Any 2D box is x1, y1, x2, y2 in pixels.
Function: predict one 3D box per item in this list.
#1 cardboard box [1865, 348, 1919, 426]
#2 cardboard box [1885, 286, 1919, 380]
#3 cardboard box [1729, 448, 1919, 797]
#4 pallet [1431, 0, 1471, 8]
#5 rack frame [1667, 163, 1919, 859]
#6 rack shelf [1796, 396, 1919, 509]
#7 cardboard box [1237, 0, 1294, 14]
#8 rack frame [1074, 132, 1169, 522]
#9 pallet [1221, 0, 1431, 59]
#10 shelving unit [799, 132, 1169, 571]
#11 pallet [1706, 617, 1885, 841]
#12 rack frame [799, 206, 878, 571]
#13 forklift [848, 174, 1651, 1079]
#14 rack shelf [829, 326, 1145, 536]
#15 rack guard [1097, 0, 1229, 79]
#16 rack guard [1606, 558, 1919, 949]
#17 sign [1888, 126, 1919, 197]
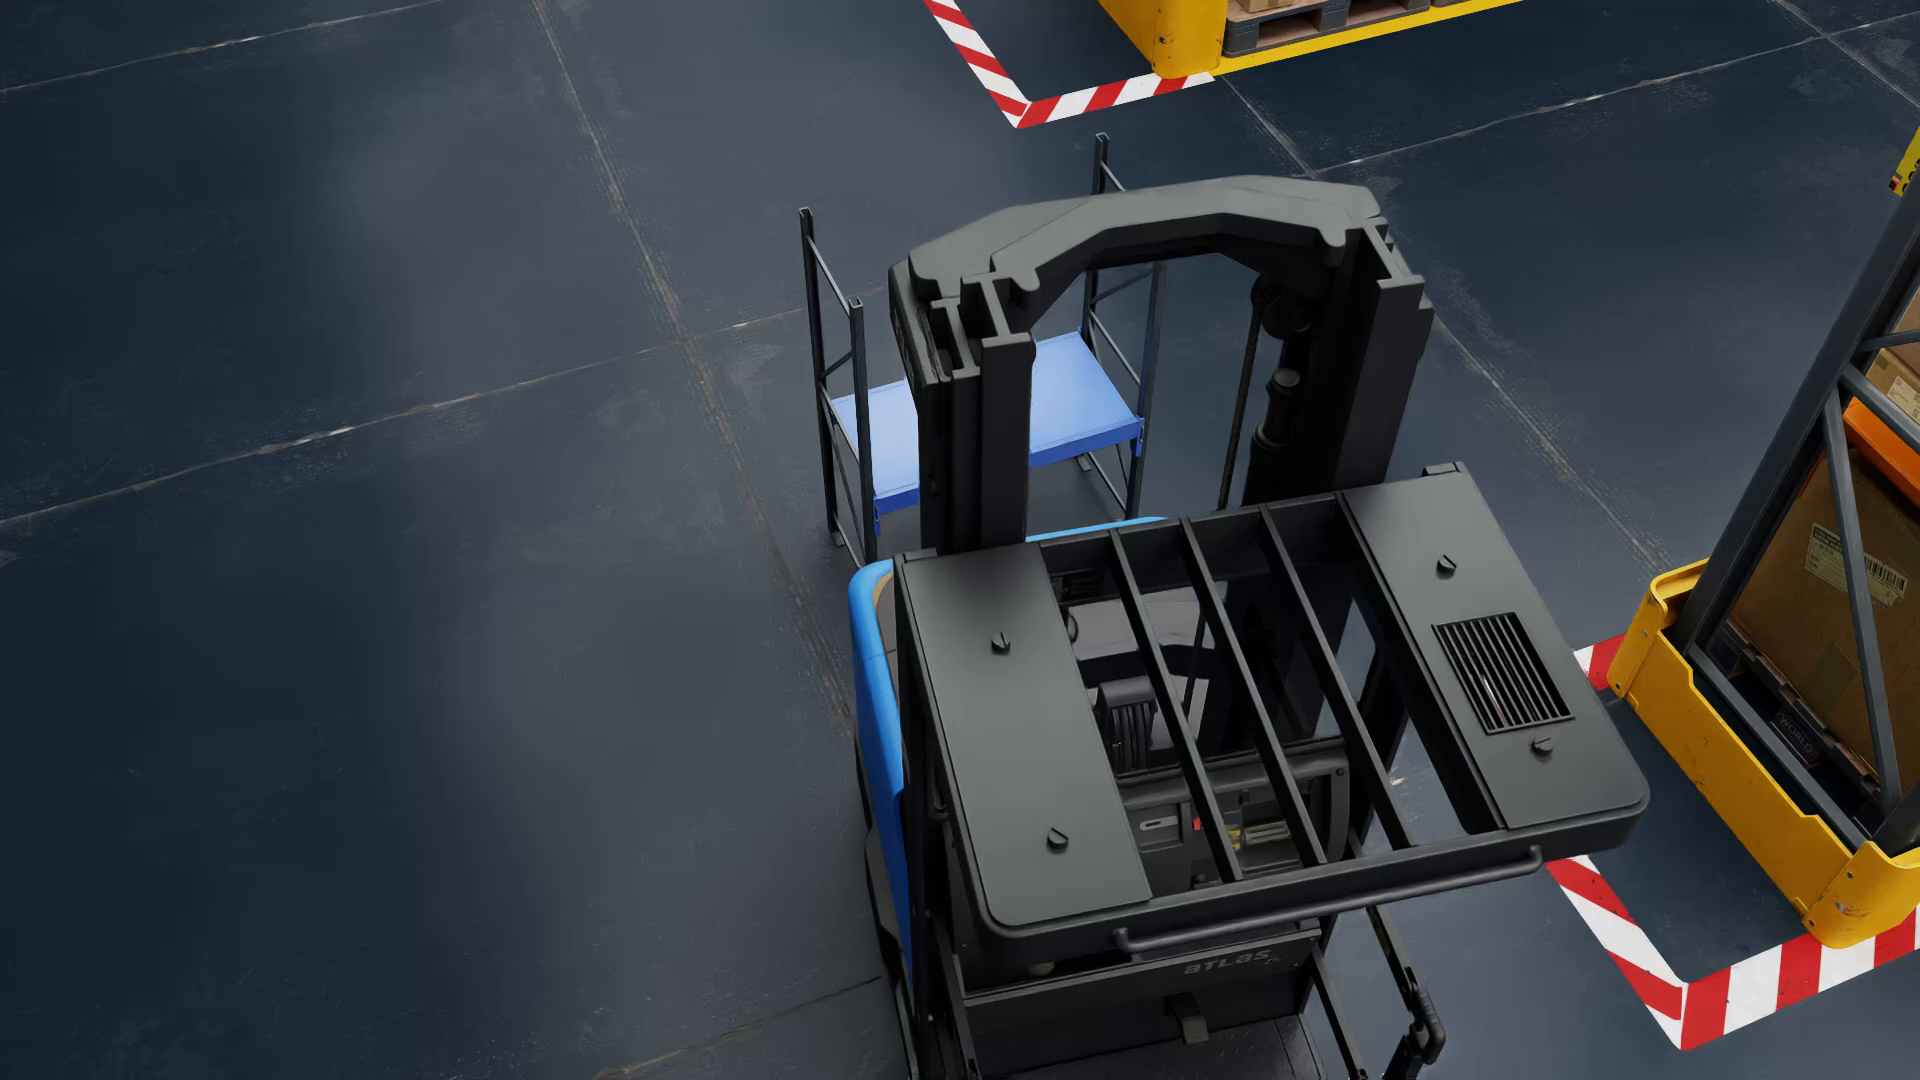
[{"bbox_3d":[2.853,-0.410,4.791,0.250,0.149,0.380,-16,51,-14],"label":"cardboard box"},{"bbox_3d":[2.996,-0.532,4.633,0.500,0.250,0.500,-18,52,-15],"label":"cardboard box"},{"bbox_3d":[3.210,0.157,5.262,0.875,0.875,0.875,-17,52,-14],"label":"cardboard box"},{"bbox_3d":[2.830,-3.340,8.979,1.213,0.211,1.003,-17,52,-14],"label":"pallet"},{"bbox_3d":[2.648,-0.159,4.409,0.127,3.000,1.000,-17,52,-14],"label":"rack frame"},{"bbox_3d":[4.500,-0.498,5.175,4.000,0.370,1.077,-17,52,-14],"label":"rack shelf"},{"bbox_3d":[1.472,-2.805,8.284,0.250,0.149,0.380,-16,51,-14],"label":"cardboard box"},{"bbox_3d":[0.550,-0.659,5.827,0.032,1.500,0.500,-17,52,-14],"label":"rack frame"},{"bbox_3d":[1.702,-2.993,8.681,1.213,0.211,1.003,-17,52,-14],"label":"pallet"},{"bbox_3d":[0.079,-0.513,5.702,1.048,1.500,0.538,-17,52,-14],"label":"shelving unit"},{"bbox_3d":[3.359,0.465,5.711,1.213,0.211,1.003,-17,52,-14],"label":"pallet"},{"bbox_3d":[-0.392,-0.367,5.577,0.032,1.500,0.500,-17,52,-14],"label":"rack frame"},{"bbox_3d":[0.474,0.834,3.602,1.130,2.935,3.031,-9,50,-8],"label":"forklift"},{"bbox_3d":[0.079,-0.396,5.839,1.000,0.185,0.538,-17,52,-14],"label":"rack shelf"},{"bbox_3d":[0.937,-2.879,8.393,0.348,0.500,1.175,-17,52,-14],"label":"rack guard"},{"bbox_3d":[2.626,0.662,5.352,0.348,0.500,1.175,-17,52,-14],"label":"rack guard"},{"bbox_3d":[2.456,-0.998,4.211,0.005,0.325,0.100,-17,52,-14],"label":"sign"}]
